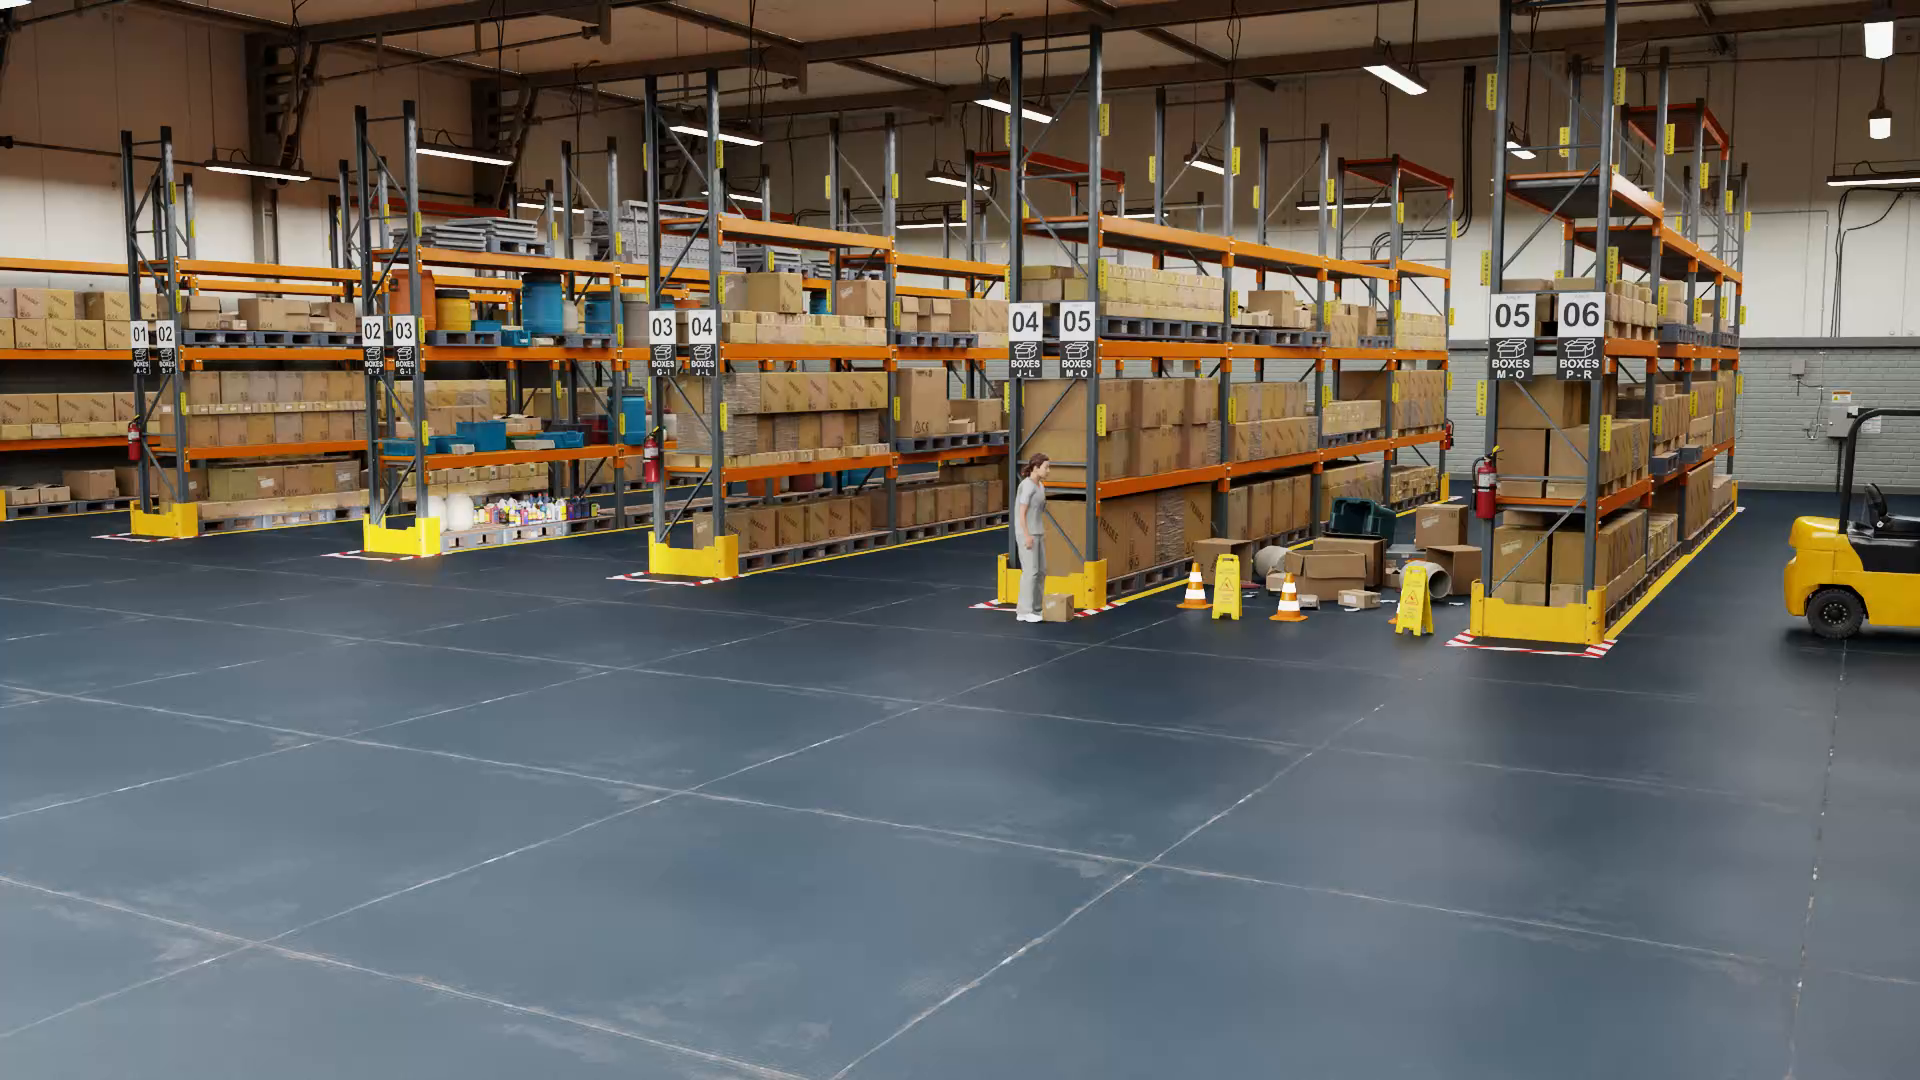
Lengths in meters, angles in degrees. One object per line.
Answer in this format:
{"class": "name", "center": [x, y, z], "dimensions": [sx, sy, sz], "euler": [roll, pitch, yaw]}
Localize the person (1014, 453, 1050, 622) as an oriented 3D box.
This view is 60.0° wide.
{"class": "person", "center": [0.735, -0.037, 16.686], "dimensions": [0.359, 1.672, 0.489], "euler": [3, 7, 23]}
